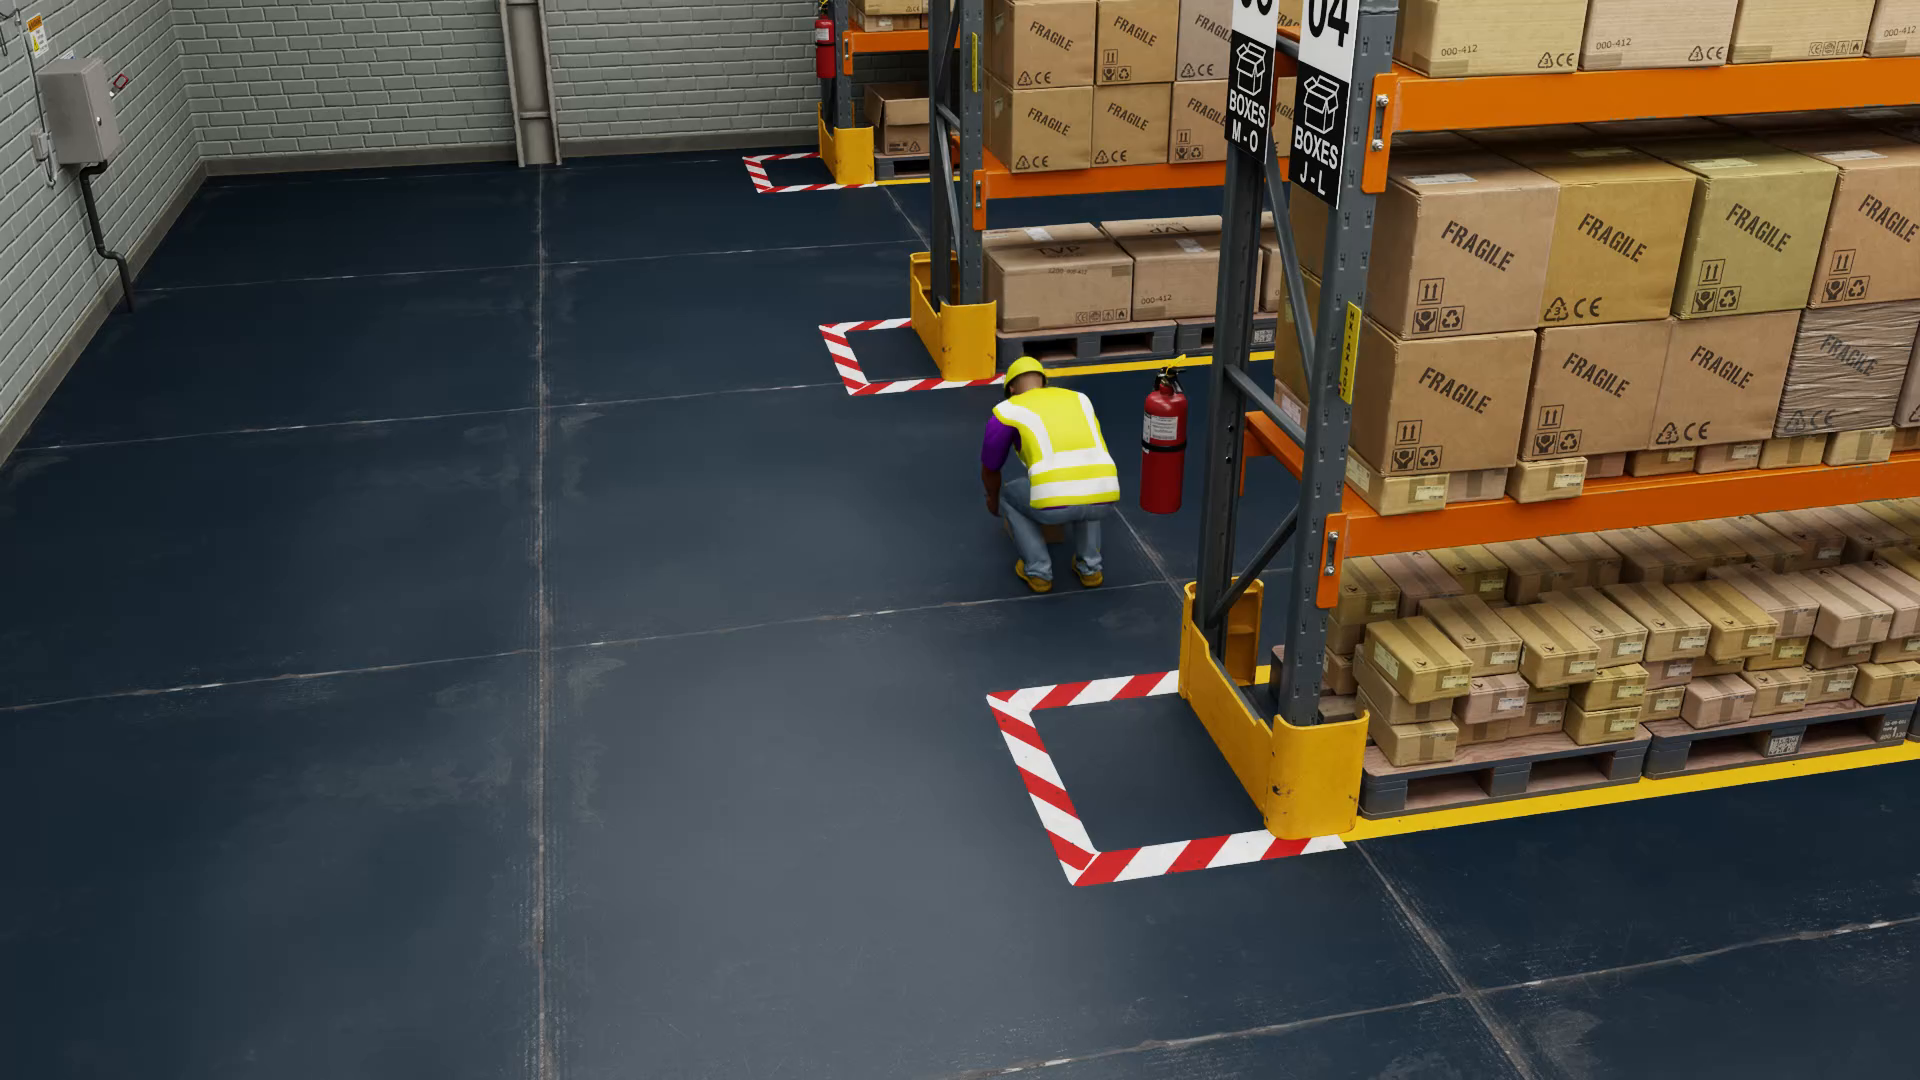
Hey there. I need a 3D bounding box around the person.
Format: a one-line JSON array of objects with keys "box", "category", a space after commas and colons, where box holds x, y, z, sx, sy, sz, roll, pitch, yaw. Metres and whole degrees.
[{"box": [0.422, -0.308, 8.073, 0.584, 0.994, 0.894, -6, 27, -12], "category": "person"}]
